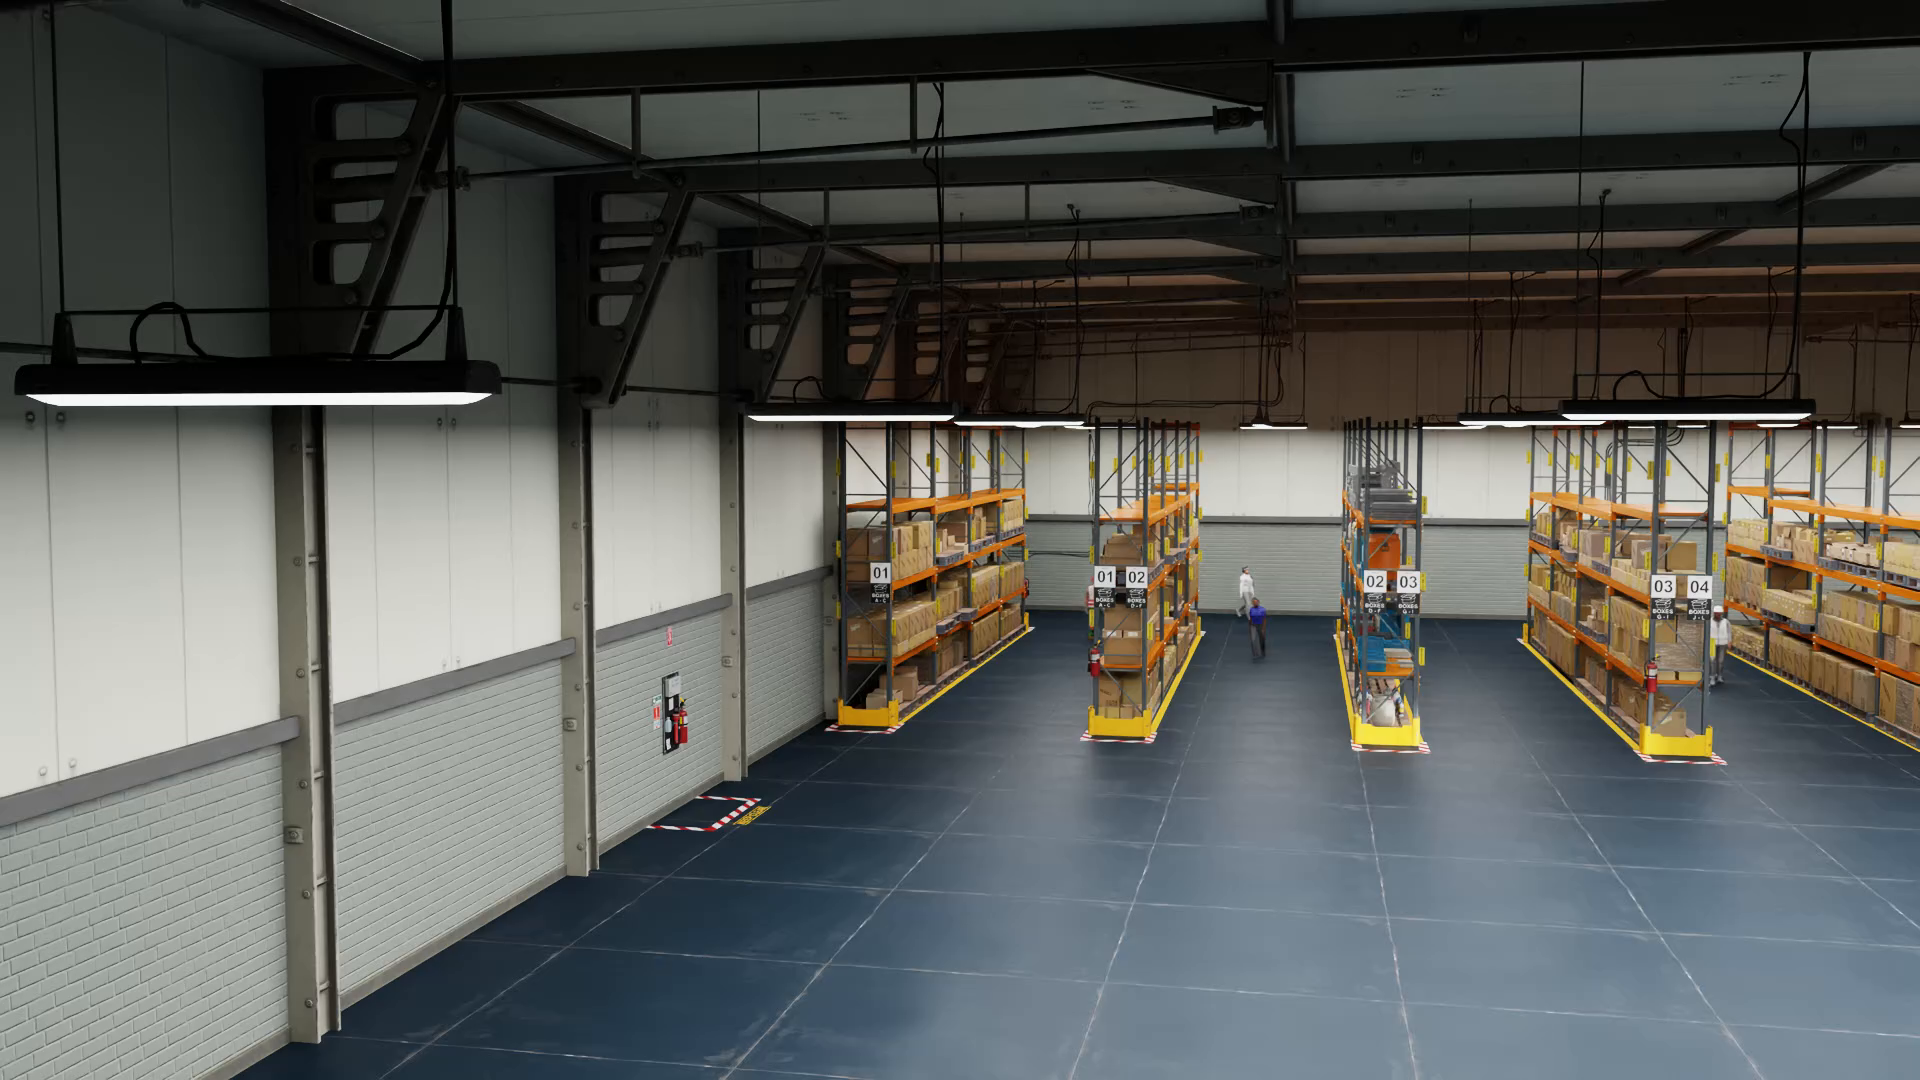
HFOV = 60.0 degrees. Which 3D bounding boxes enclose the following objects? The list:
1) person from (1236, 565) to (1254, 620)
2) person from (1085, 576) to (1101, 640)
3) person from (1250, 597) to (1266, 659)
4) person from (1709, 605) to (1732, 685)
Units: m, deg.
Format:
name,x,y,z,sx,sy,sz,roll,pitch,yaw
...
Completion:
name,x,y,z,sx,sy,sz,roll,pitch,yaw
person,8.708,1.594,50.760,0.511,1.663,0.768,-4,5,-44
person,3.767,1.860,45.950,0.535,1.764,0.887,3,5,43
person,7.530,2.303,42.091,0.433,1.351,0.976,1,4,18
person,17.270,2.393,37.888,0.578,1.815,0.573,1,4,19
